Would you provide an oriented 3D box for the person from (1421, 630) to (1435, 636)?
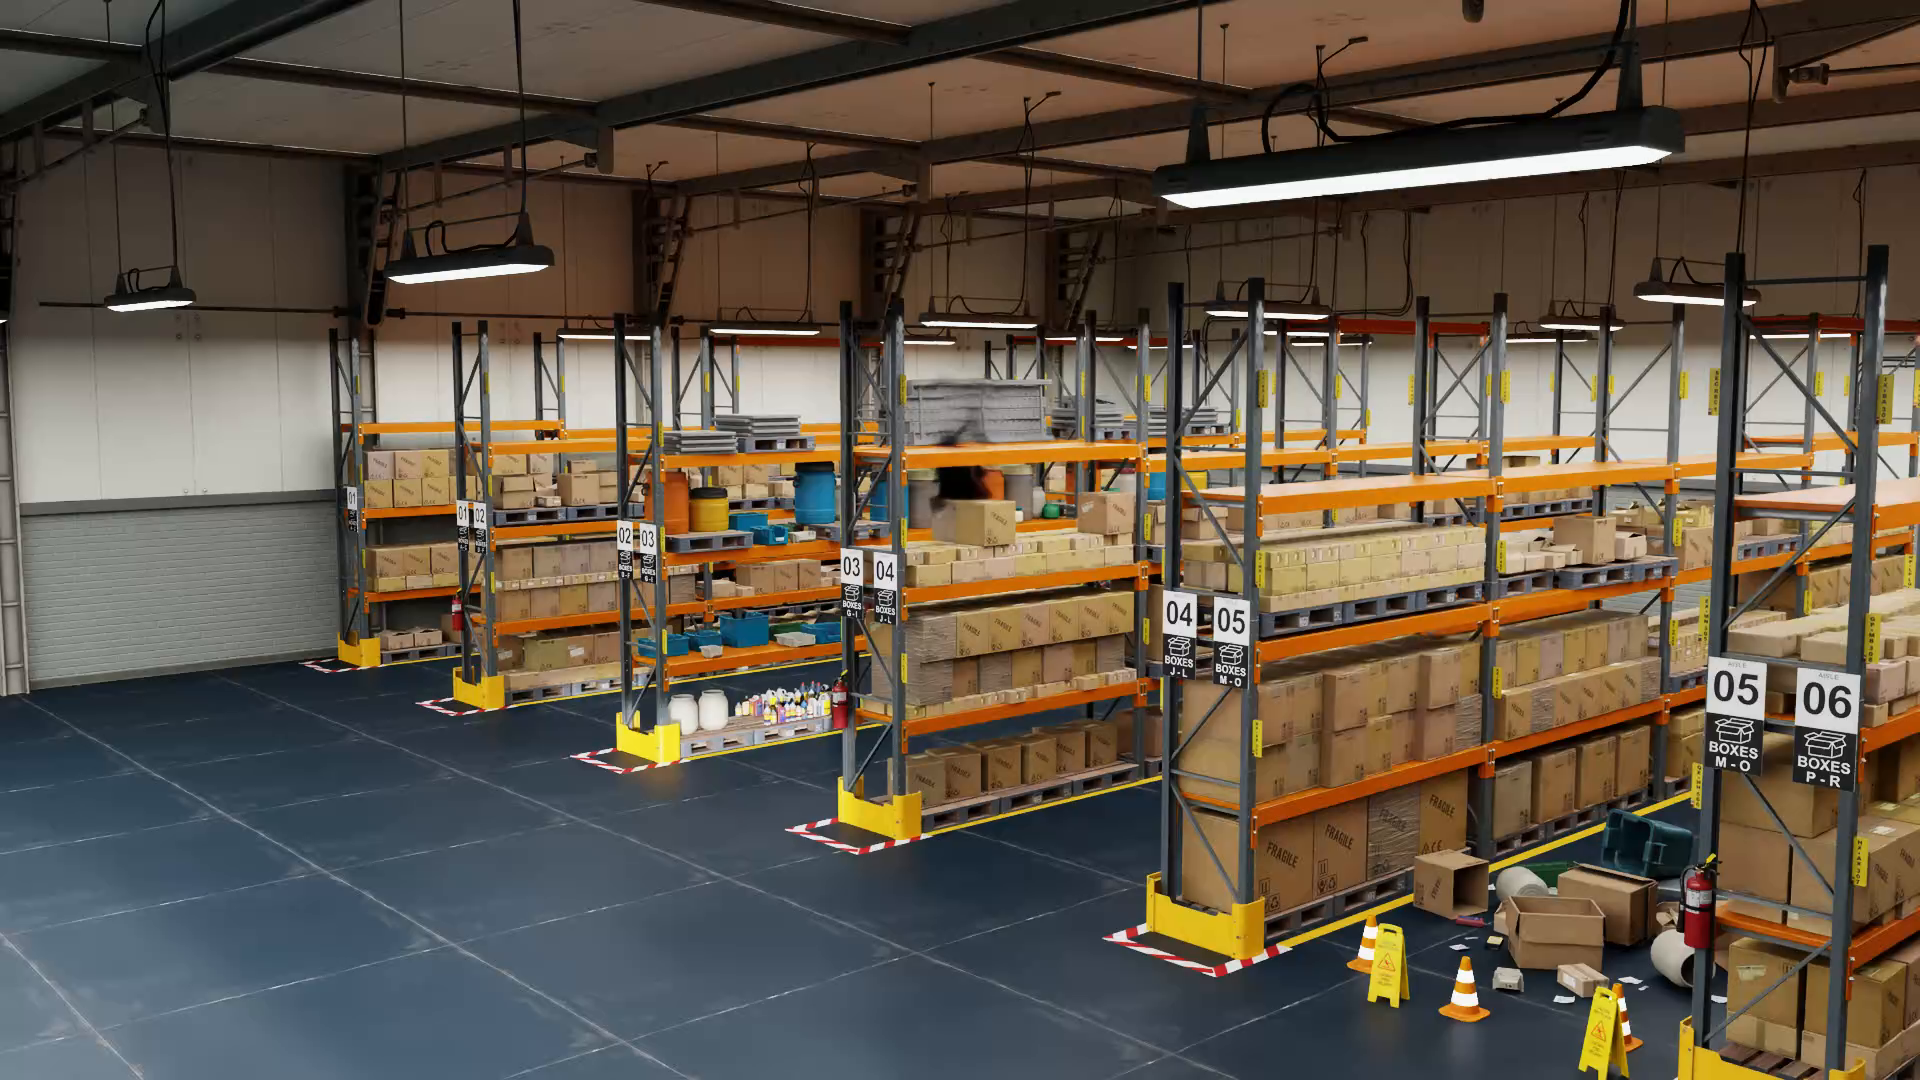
[{"bbox_3d":[6.526,2.051,23.277,0.841,1.612,0.524,-5,8,-43],"label":"person"}]
